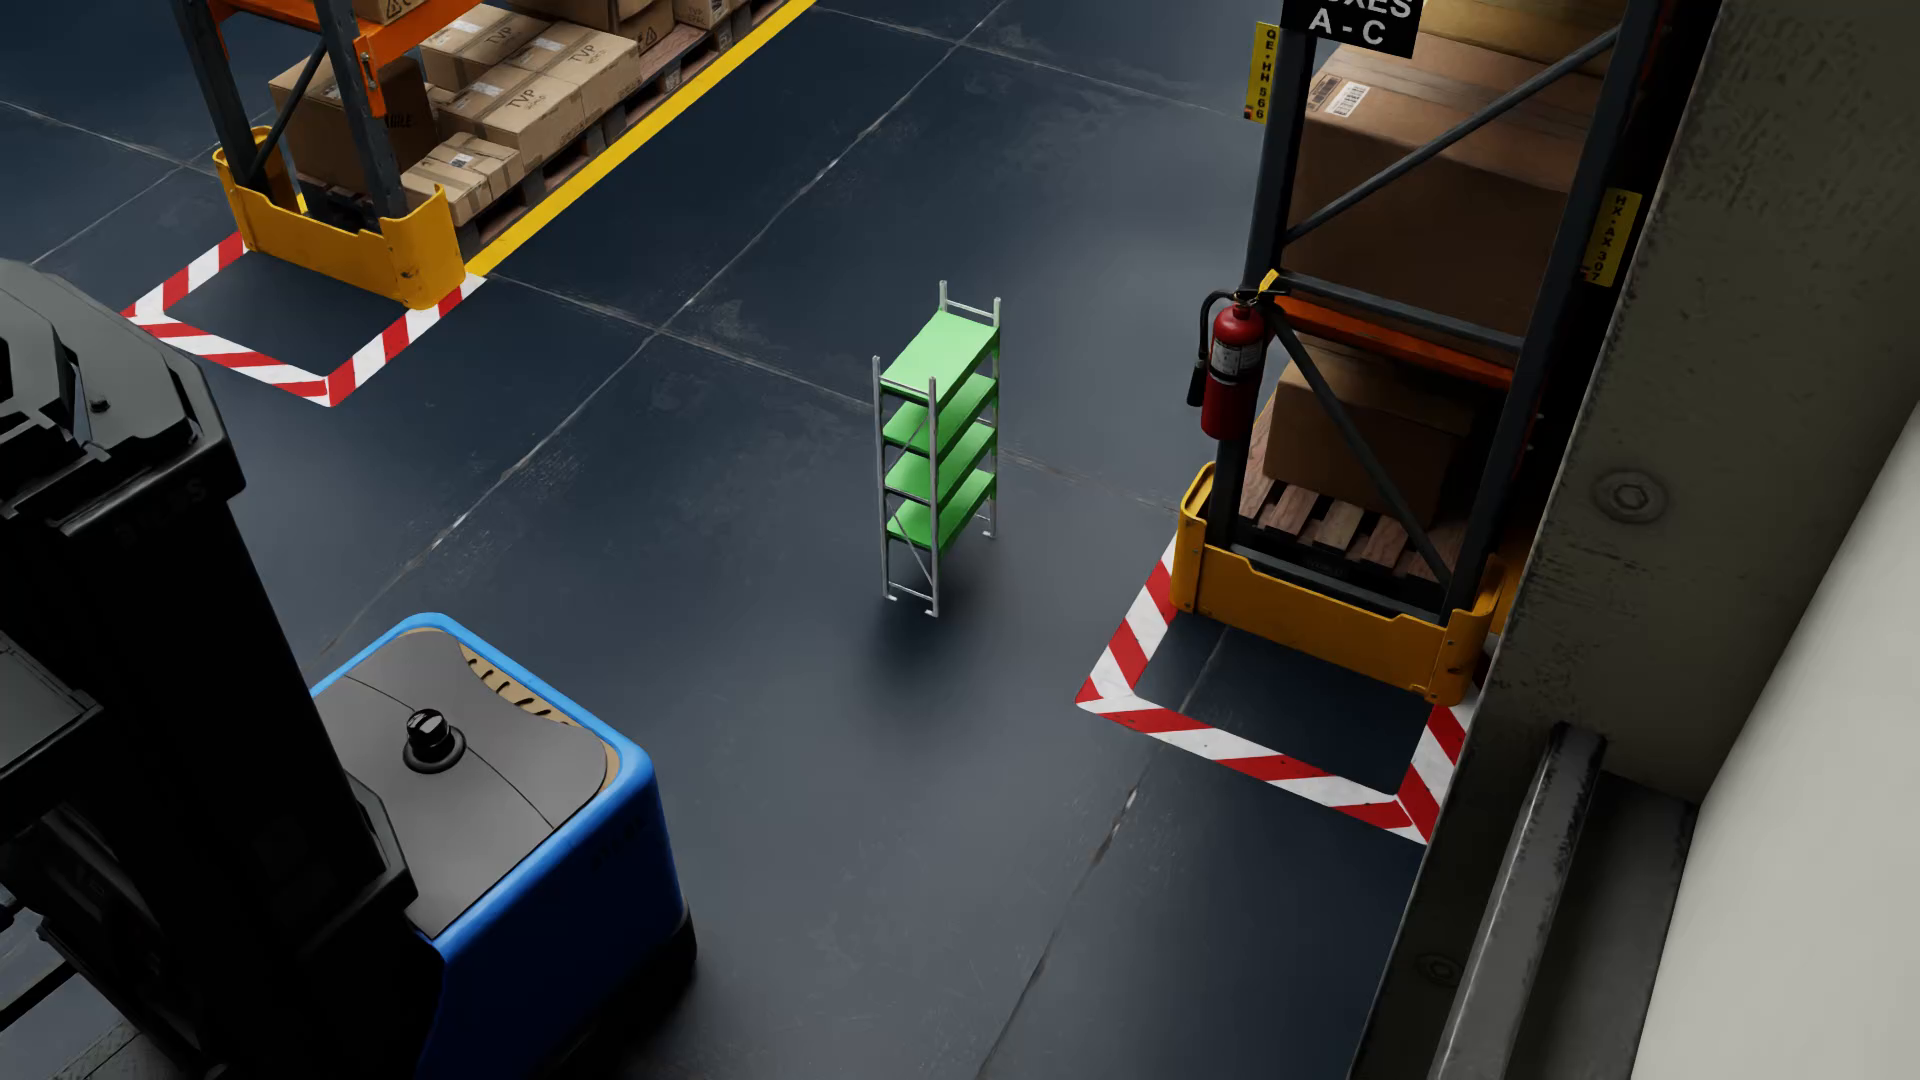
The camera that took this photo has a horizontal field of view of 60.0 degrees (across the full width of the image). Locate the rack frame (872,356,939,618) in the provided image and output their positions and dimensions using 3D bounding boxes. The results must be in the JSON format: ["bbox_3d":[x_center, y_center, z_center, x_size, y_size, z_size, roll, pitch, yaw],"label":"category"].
[{"bbox_3d":[-0.190,-0.164,6.068,0.240,1.200,0.015,20,49,19],"label":"rack frame"}]

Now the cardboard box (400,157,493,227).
[{"bbox_3d":[-2.486,-1.673,7.990,0.380,0.149,0.250,20,49,19],"label":"cardboard box"}]

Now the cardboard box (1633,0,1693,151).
[{"bbox_3d":[2.323,-2.106,6.512,0.980,0.700,0.700,18,48,17],"label":"cardboard box"}]

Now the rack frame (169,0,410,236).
[{"bbox_3d":[-2.985,-2.370,6.984,1.000,3.000,0.127,20,49,19],"label":"rack frame"}]

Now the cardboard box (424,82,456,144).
[{"bbox_3d":[-2.683,-2.178,8.477,0.380,0.166,0.250,20,49,19],"label":"cardboard box"}]

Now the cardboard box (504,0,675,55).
[{"bbox_3d":[-1.995,-2.982,9.034,0.797,0.503,0.637,20,49,19],"label":"cardboard box"}]

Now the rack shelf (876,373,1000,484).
[{"bbox_3d":[-0.077,-0.441,6.095,0.258,0.148,0.480,20,49,19],"label":"rack shelf"}]

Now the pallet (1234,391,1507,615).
[{"bbox_3d":[1.707,-0.286,6.885,1.003,0.211,1.213,20,49,19],"label":"pallet"}]

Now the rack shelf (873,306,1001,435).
[{"bbox_3d":[-0.077,-0.610,5.924,0.258,0.148,0.480,20,49,19],"label":"rack shelf"}]

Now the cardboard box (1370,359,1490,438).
[{"bbox_3d":[1.760,-0.563,6.204,0.380,0.149,0.250,21,49,19],"label":"cardboard box"}]

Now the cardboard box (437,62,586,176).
[{"bbox_3d":[-2.249,-2.122,8.362,0.500,0.250,0.500,20,49,19],"label":"cardboard box"}]

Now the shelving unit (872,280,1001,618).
[{"bbox_3d":[-0.077,-0.318,6.220,0.258,1.200,0.503,20,49,19],"label":"shelving unit"}]

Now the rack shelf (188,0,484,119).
[{"bbox_3d":[-2.056,-3.377,8.485,1.077,0.370,4.000,20,49,19],"label":"rack shelf"}]

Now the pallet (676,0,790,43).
[{"bbox_3d":[-1.447,-3.478,10.039,1.003,0.211,1.213,20,49,19],"label":"pallet"}]

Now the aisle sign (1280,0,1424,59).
[{"bbox_3d":[1.106,-1.705,4.498,0.394,0.787,0.004,20,49,19],"label":"aisle sign"}]

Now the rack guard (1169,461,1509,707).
[{"bbox_3d":[1.394,0.157,6.244,1.175,0.500,0.348,20,49,19],"label":"rack guard"}]

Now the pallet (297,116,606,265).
[{"bbox_3d":[-2.580,-1.940,8.520,1.003,0.211,1.213,20,49,19],"label":"pallet"}]

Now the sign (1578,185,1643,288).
[{"bbox_3d":[1.894,-0.882,4.849,0.100,0.325,0.005,20,49,19],"label":"sign"}]

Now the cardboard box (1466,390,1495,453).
[{"bbox_3d":[1.873,-0.795,6.889,0.700,0.500,0.500,20,49,19],"label":"cardboard box"}]

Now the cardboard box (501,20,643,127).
[{"bbox_3d":[-2.017,-2.437,8.674,0.500,0.250,0.500,20,49,19],"label":"cardboard box"}]

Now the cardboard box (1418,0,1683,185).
[{"bbox_3d":[1.961,-1.629,6.040,0.980,0.700,0.700,20,49,19],"label":"cardboard box"}]

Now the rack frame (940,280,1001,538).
[{"bbox_3d":[0.036,-0.471,6.372,0.240,1.200,0.015,20,49,19],"label":"rack frame"}]

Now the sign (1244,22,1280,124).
[{"bbox_3d":[0.931,-1.415,5.059,0.100,0.325,0.005,20,49,19],"label":"sign"}]

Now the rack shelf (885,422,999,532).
[{"bbox_3d":[-0.077,-0.273,6.266,0.258,0.148,0.480,20,49,19],"label":"rack shelf"}]

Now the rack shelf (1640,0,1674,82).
[{"bbox_3d":[2.333,-2.799,5.804,1.077,0.370,4.000,20,49,19],"label":"rack shelf"}]

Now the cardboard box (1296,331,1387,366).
[{"bbox_3d":[1.539,-0.849,6.486,0.380,0.149,0.250,20,49,19],"label":"cardboard box"}]

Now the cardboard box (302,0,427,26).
[{"bbox_3d":[-2.545,-2.598,7.138,0.500,0.500,0.500,21,49,20],"label":"cardboard box"}]

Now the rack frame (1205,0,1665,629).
[{"bbox_3d":[1.405,-0.737,5.370,1.000,3.000,0.127,20,49,19],"label":"rack frame"}]

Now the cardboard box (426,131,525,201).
[{"bbox_3d":[-2.370,-1.837,8.139,0.380,0.166,0.250,20,49,19],"label":"cardboard box"}]

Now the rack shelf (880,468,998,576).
[{"bbox_3d":[-0.077,-0.104,6.436,0.258,0.148,0.480,20,49,19],"label":"rack shelf"}]

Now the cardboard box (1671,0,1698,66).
[{"bbox_3d":[2.652,-2.568,6.968,0.980,0.700,0.700,19,48,18],"label":"cardboard box"}]

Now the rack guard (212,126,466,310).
[{"bbox_3d":[-2.949,-1.539,7.920,1.175,0.500,0.348,20,49,19],"label":"rack guard"}]

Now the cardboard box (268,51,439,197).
[{"bbox_3d":[-2.950,-2.070,8.135,0.500,0.500,0.500,20,49,19],"label":"cardboard box"}]

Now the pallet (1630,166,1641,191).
[{"bbox_3d":[2.839,-1.824,8.404,1.003,0.211,1.213,20,49,19],"label":"pallet"}]

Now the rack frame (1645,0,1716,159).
[{"bbox_3d":[3.262,-3.257,7.860,1.000,3.000,0.127,20,49,19],"label":"rack frame"}]

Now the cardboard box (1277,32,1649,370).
[{"bbox_3d":[1.633,-1.167,5.584,0.980,0.700,0.700,23,50,21],"label":"cardboard box"}]

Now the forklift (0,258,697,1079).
[{"bbox_3d":[-2.138,0.959,3.741,1.130,2.935,3.031,29,52,25],"label":"forklift"}]

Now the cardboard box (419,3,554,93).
[{"bbox_3d":[-2.483,-2.571,8.806,0.500,0.250,0.500,20,49,19],"label":"cardboard box"}]

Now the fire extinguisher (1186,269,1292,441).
[{"bbox_3d":[0.926,-0.636,5.586,0.296,0.674,0.183,20,49,19],"label":"fire extinguisher"}]

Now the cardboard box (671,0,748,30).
[{"bbox_3d":[-1.489,-3.175,9.360,0.500,0.311,0.500,20,49,19],"label":"cardboard box"}]

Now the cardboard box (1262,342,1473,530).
[{"bbox_3d":[1.641,-0.480,6.578,0.700,0.500,0.500,20,49,19],"label":"cardboard box"}]

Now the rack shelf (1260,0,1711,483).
[{"bbox_3d":[2.333,-1.744,6.871,1.077,0.370,4.000,20,49,19],"label":"rack shelf"}]

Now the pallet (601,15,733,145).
[{"bbox_3d":[-2.013,-2.706,9.276,1.003,0.211,1.213,20,49,19],"label":"pallet"}]

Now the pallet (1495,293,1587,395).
[{"bbox_3d":[2.274,-1.052,7.641,1.003,0.211,1.213,20,49,19],"label":"pallet"}]
